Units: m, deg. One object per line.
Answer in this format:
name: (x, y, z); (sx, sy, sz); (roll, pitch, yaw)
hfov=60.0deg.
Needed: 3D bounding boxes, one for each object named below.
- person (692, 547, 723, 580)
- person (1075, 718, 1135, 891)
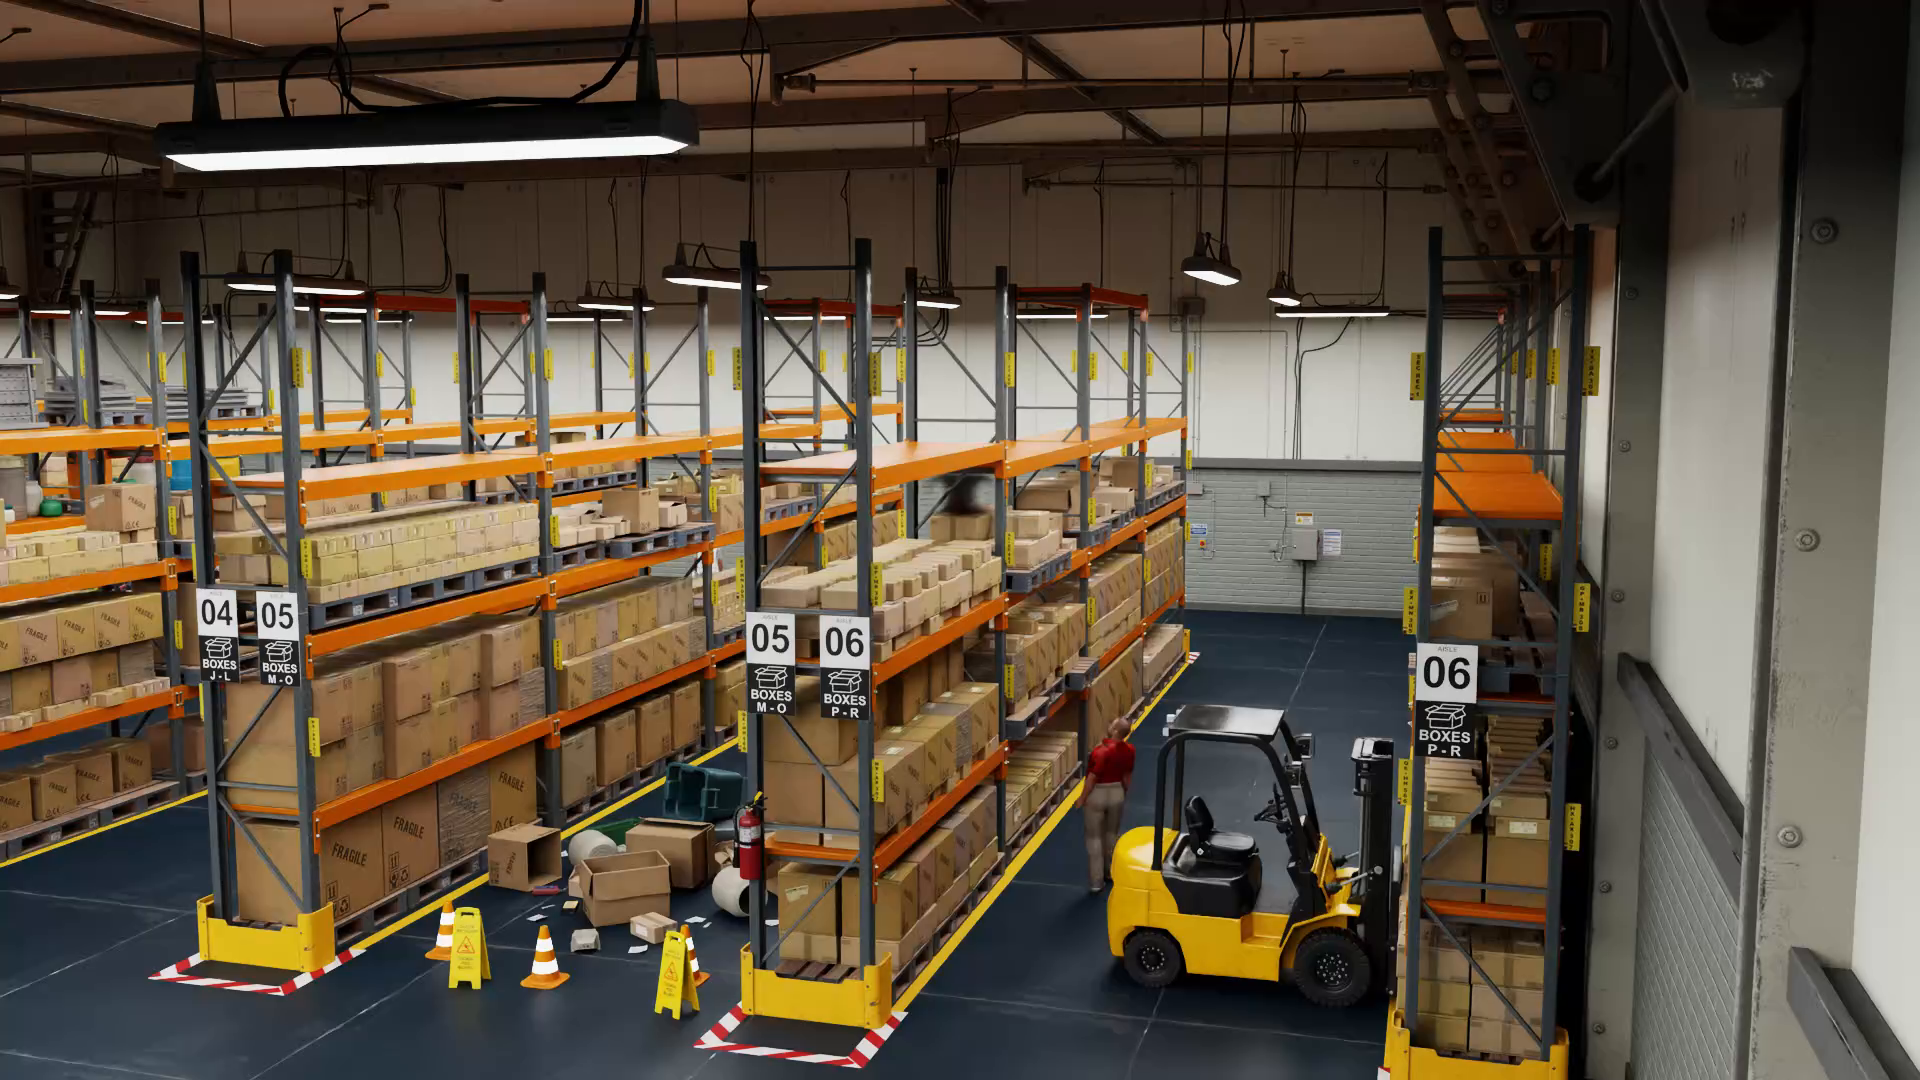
person: (-4.895, 0.681, 32.281); (0.605, 1.792, 0.444); (3, 7, 22)
person: (1.386, 2.527, 16.255); (0.592, 1.677, 0.650); (-2, 7, -17)
